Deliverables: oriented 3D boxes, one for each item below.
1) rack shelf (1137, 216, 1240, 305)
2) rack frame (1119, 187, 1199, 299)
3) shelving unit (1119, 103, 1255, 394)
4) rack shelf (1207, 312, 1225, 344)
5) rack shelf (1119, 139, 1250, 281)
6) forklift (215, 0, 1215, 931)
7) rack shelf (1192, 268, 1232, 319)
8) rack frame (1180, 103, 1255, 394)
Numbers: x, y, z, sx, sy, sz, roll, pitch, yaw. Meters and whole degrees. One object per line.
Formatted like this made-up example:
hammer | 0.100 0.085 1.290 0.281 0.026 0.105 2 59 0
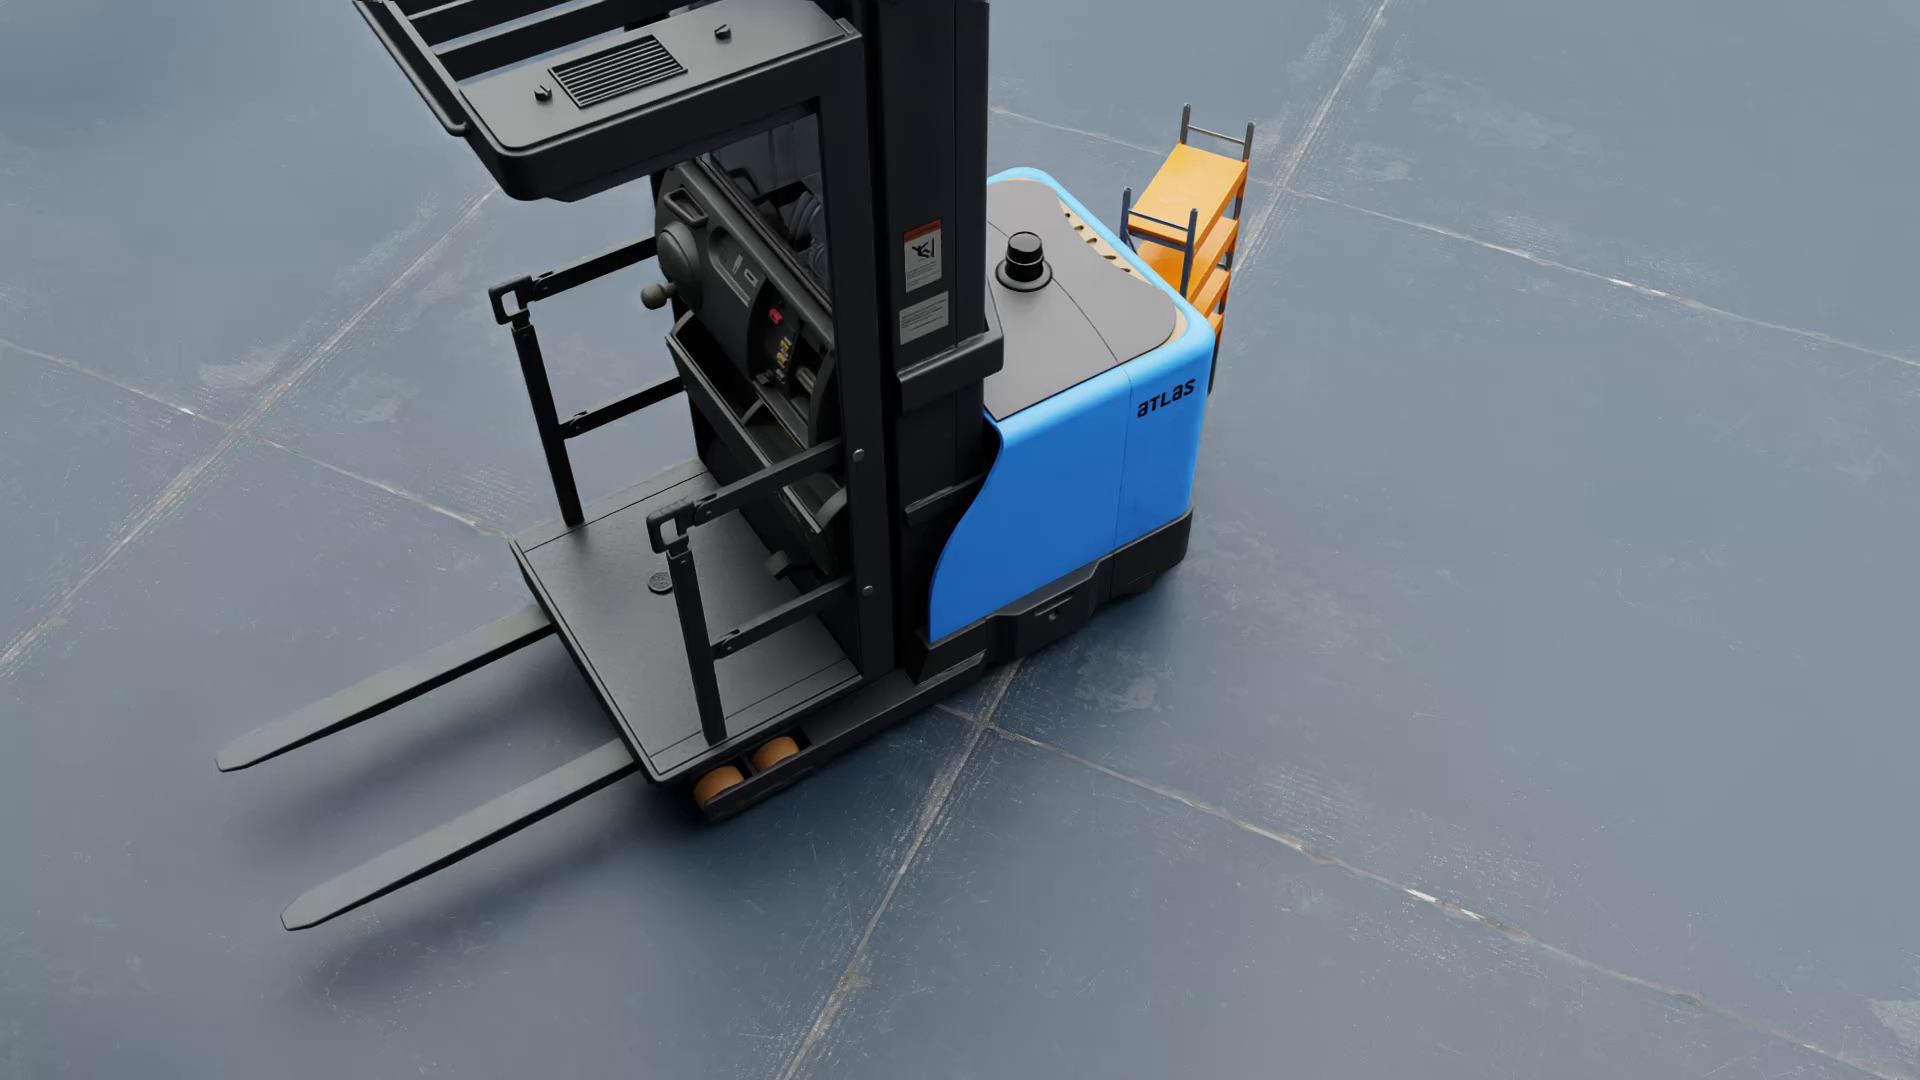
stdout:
rack shelf | 0.722 -0.915 5.535 0.258 0.148 0.480 21 53 17
rack frame | 0.611 -0.648 5.513 0.240 1.200 0.015 21 53 17
shelving unit | 0.722 -0.813 5.654 0.258 1.200 0.503 21 53 17
rack shelf | 0.722 -0.641 5.857 0.258 0.148 0.480 21 53 17
rack shelf | 0.722 -1.068 5.355 0.258 0.148 0.480 21 53 17
forklift | -0.748 -0.572 4.312 3.031 2.935 1.130 -26 54 -20
rack shelf | 0.722 -0.770 5.706 0.258 0.148 0.480 21 53 17
rack frame | 0.833 -0.979 5.795 0.240 1.200 0.015 21 53 17
